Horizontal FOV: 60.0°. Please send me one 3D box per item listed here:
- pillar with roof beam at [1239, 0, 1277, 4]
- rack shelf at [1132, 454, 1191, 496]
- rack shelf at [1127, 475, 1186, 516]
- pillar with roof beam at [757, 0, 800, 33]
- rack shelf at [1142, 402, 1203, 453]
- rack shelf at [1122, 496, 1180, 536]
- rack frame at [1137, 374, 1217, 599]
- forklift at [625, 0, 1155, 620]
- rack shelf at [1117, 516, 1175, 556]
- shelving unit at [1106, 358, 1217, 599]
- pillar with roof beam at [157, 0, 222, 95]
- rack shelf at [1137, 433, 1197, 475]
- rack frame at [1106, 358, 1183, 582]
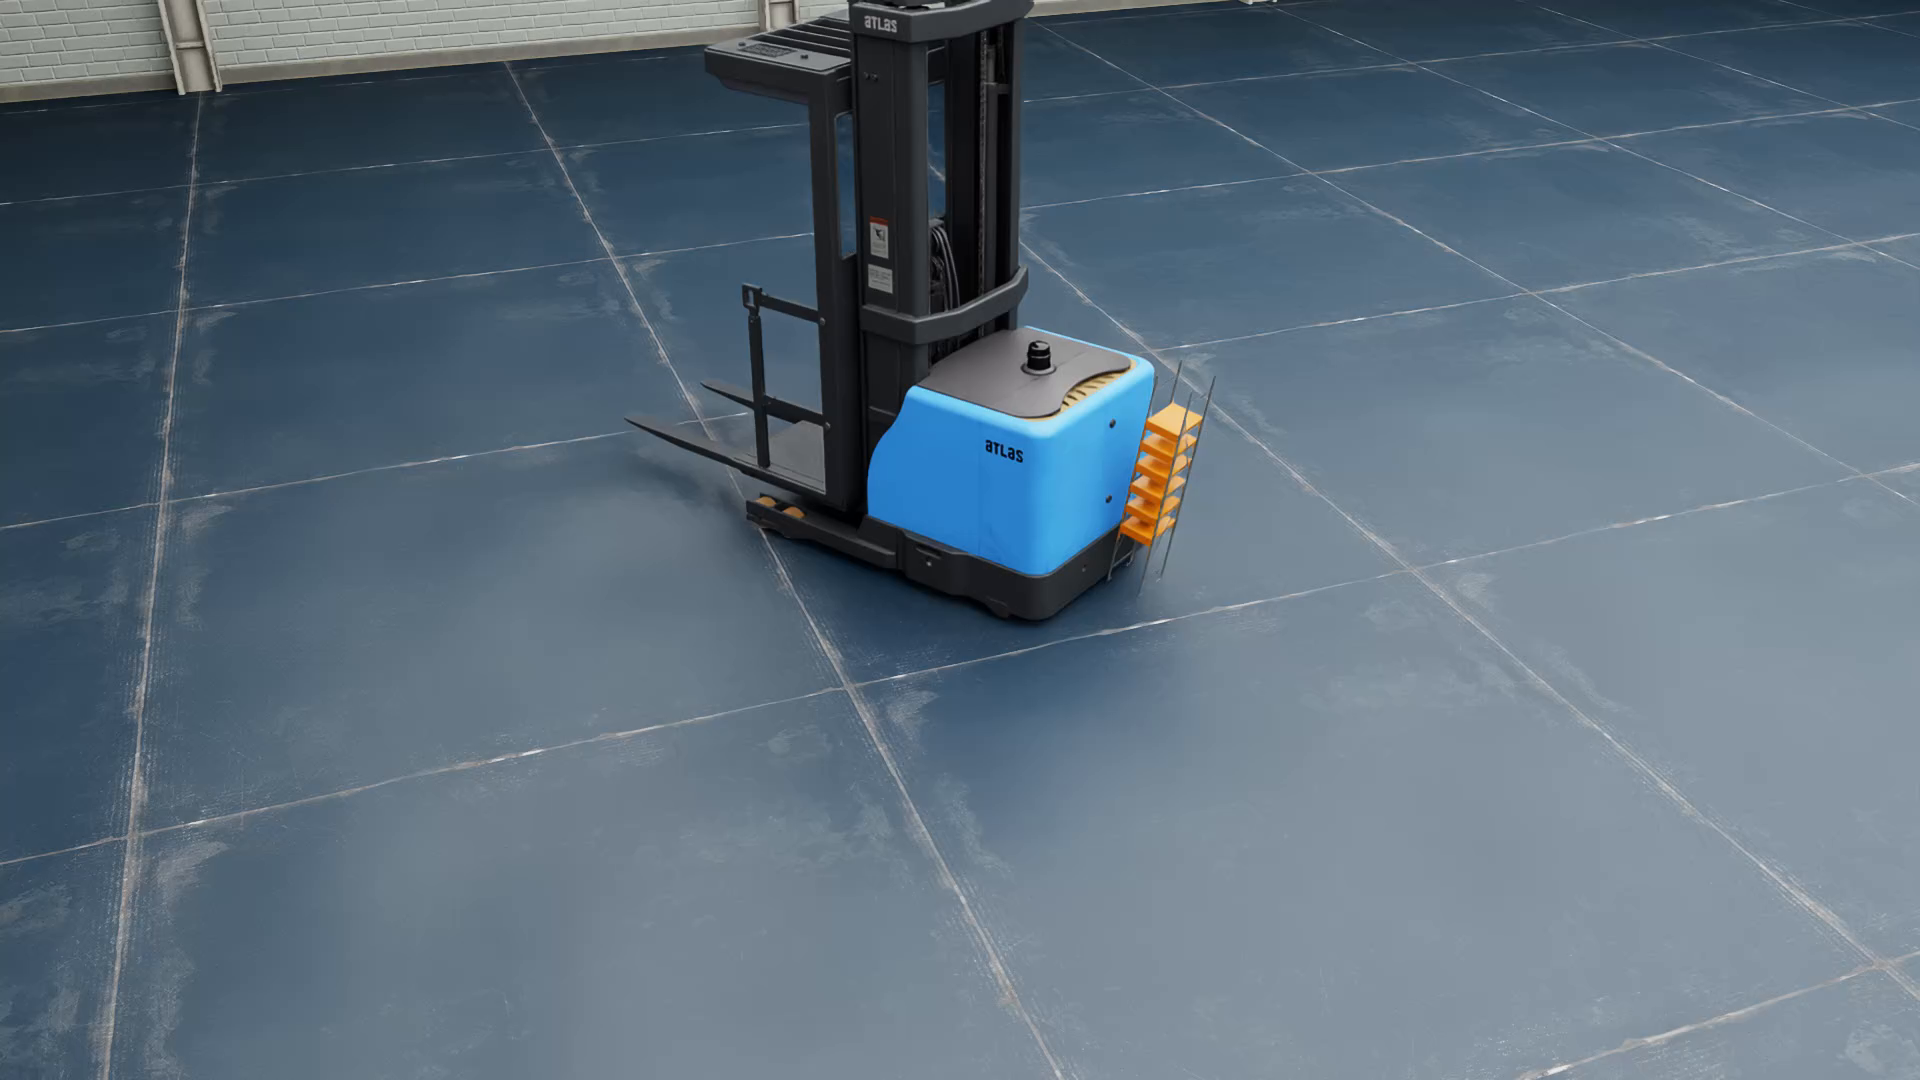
[{"bbox_3d":[5.126,-8.509,14.595,0.400,9.000,9.100,-10,31,-18],"label":"pillar with roof beam"},{"bbox_3d":[0.972,-0.340,7.969,0.180,0.103,0.258,29,40,25],"label":"rack shelf"},{"bbox_3d":[0.955,-0.244,8.039,0.180,0.103,0.258,29,40,25],"label":"rack shelf"},{"bbox_3d":[-0.498,-7.473,12.777,0.400,9.000,9.100,-10,31,-18],"label":"pillar with roof beam"},{"bbox_3d":[1.006,-0.533,7.830,0.180,0.103,0.258,29,40,25],"label":"rack shelf"},{"bbox_3d":[0.938,-0.148,8.108,0.180,0.103,0.258,29,40,25],"label":"rack shelf"},{"bbox_3d":[1.034,-0.239,7.974,0.006,1.200,0.240,29,40,25],"label":"rack frame"},{"bbox_3d":[-0.516,-1.466,8.361,3.031,2.935,1.130,20,35,31],"label":"forklift"},{"bbox_3d":[0.921,-0.052,8.178,0.180,0.103,0.258,29,40,25],"label":"rack shelf"},{"bbox_3d":[0.961,-0.280,8.013,0.189,1.200,0.258,29,40,25],"label":"shelving unit"},{"bbox_3d":[-6.121,-6.438,10.959,0.400,9.000,9.100,-10,31,-18],"label":"pillar with roof beam"},{"bbox_3d":[0.989,-0.437,7.899,0.180,0.103,0.258,29,40,25],"label":"rack shelf"},{"bbox_3d":[0.889,-0.320,8.051,0.006,1.200,0.240,29,40,25],"label":"rack frame"}]
